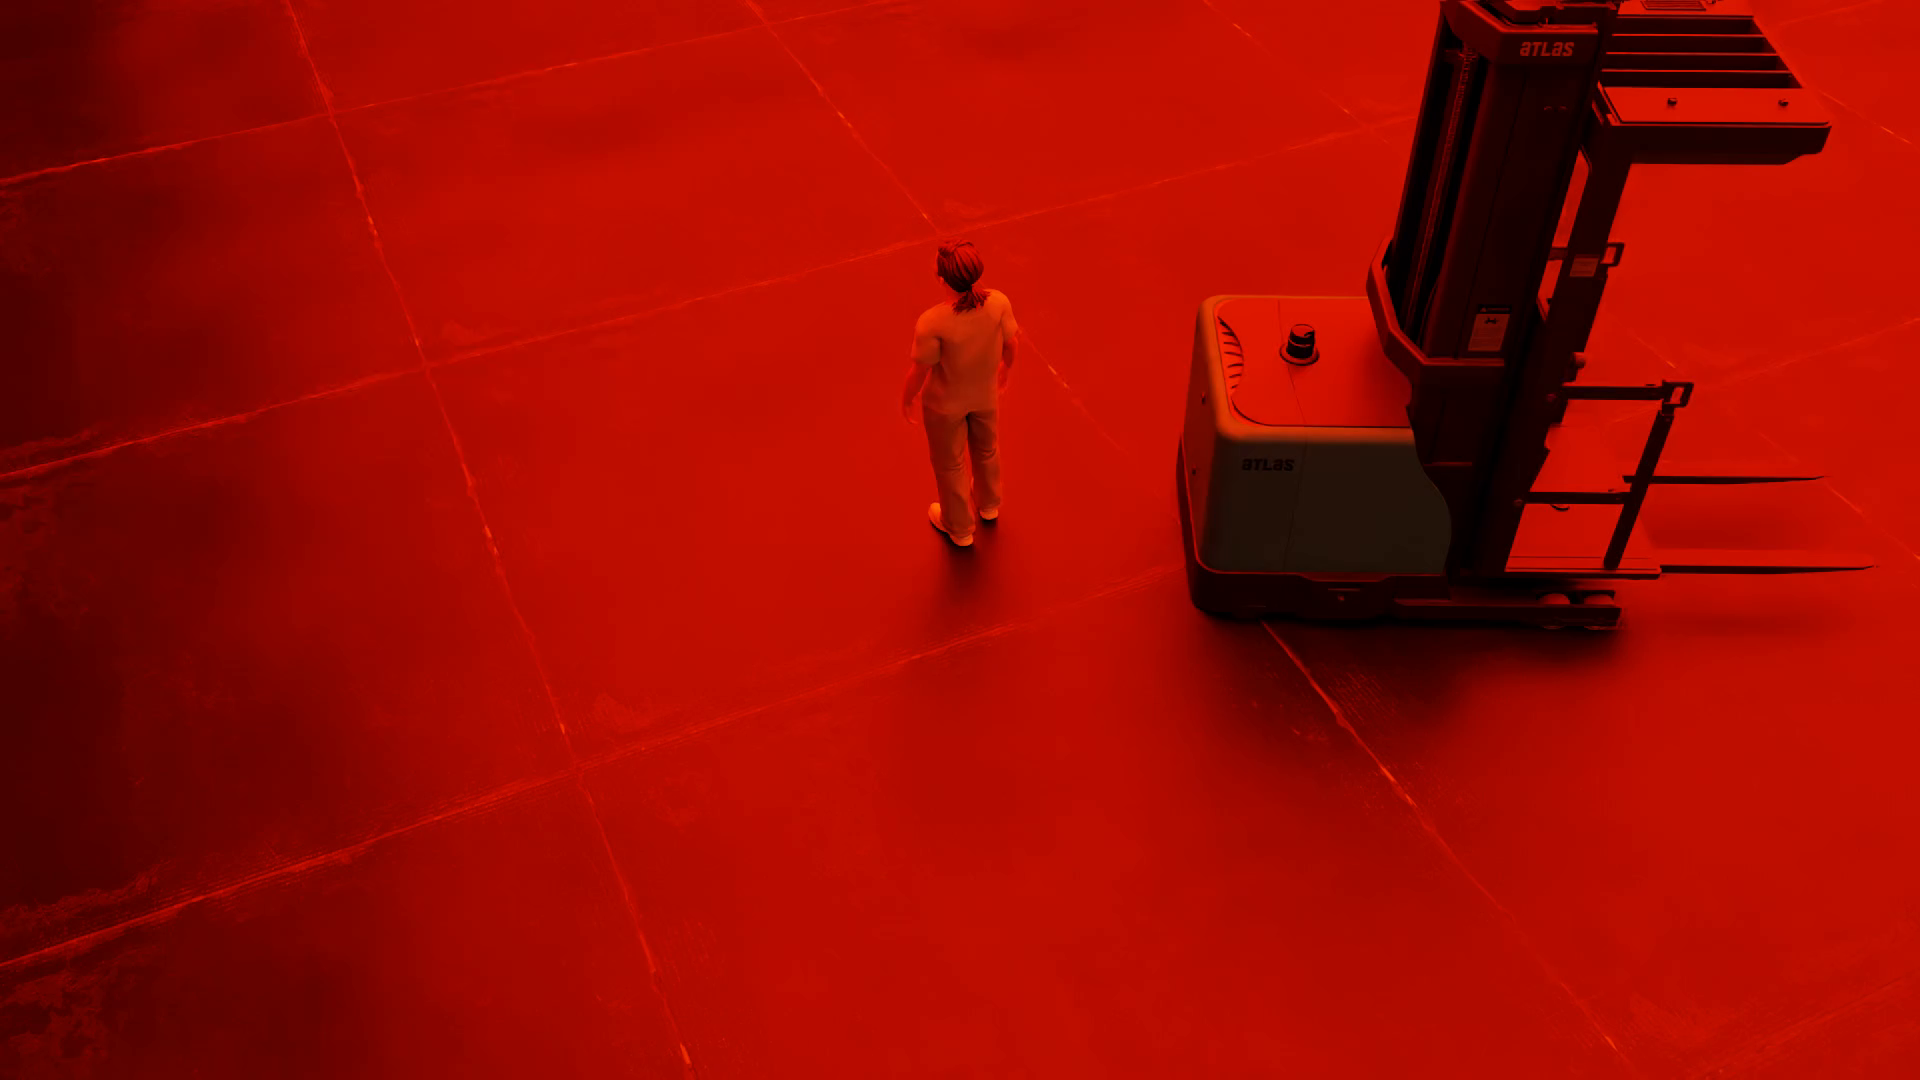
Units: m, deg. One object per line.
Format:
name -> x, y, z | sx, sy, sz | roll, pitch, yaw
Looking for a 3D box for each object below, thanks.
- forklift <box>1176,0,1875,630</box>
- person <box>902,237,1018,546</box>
forklift -> 2.555, -1.041, 6.796 | 3.031, 2.935, 1.130 | 1, 43, 1
person -> -0.018, -0.664, 7.308 | 0.549, 1.666, 0.549 | -18, 46, -18
